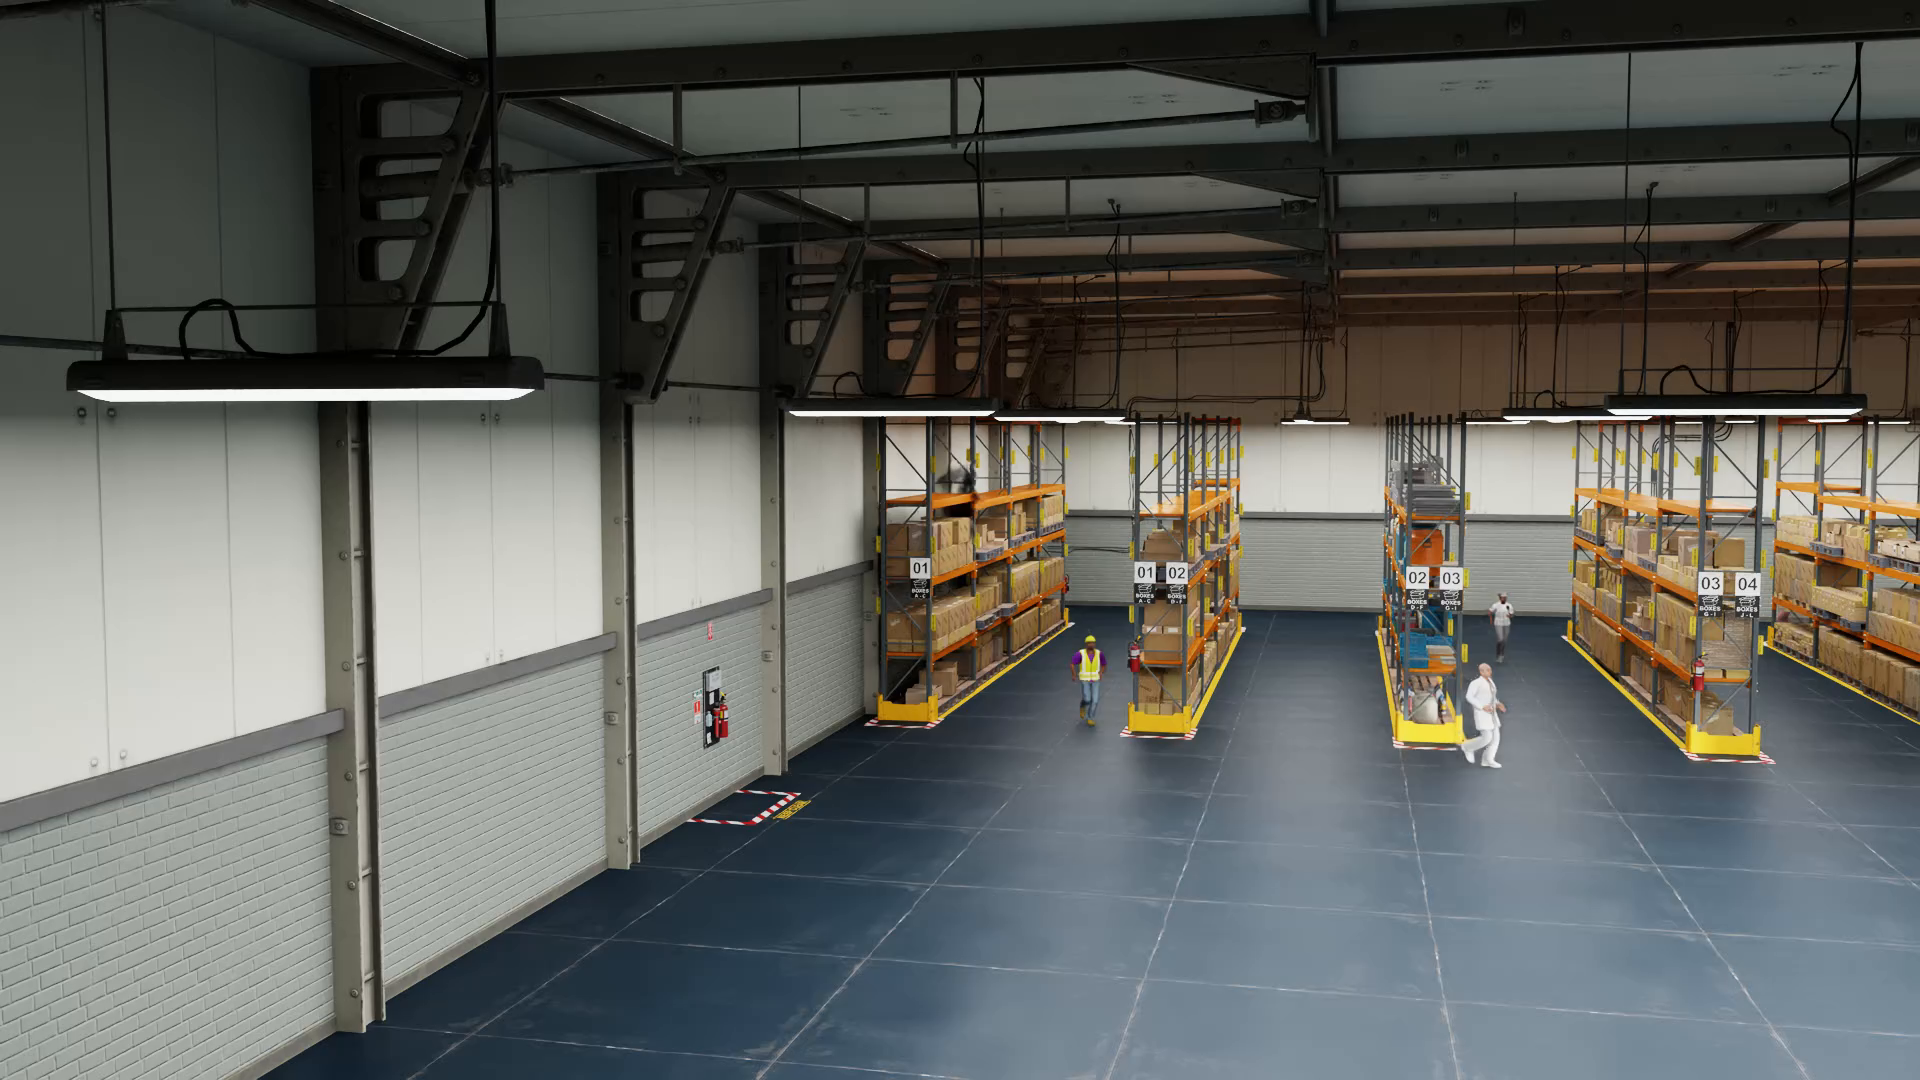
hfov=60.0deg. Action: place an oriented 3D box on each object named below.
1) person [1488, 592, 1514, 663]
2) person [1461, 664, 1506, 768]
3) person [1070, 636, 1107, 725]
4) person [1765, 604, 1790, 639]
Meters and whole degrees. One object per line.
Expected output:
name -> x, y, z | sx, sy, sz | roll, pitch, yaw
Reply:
person -> 13.254, 2.133, 40.667 | 0.541, 1.756, 0.734 | 0, 4, 0
person -> 8.836, 2.951, 28.082 | 0.742, 1.744, 0.722 | -3, 5, -40
person -> 2.501, 2.700, 31.984 | 0.702, 1.719, 0.581 | 0, 4, -7
person -> 22.157, 1.876, 44.908 | 0.725, 1.618, 0.877 | 2, 4, 23
